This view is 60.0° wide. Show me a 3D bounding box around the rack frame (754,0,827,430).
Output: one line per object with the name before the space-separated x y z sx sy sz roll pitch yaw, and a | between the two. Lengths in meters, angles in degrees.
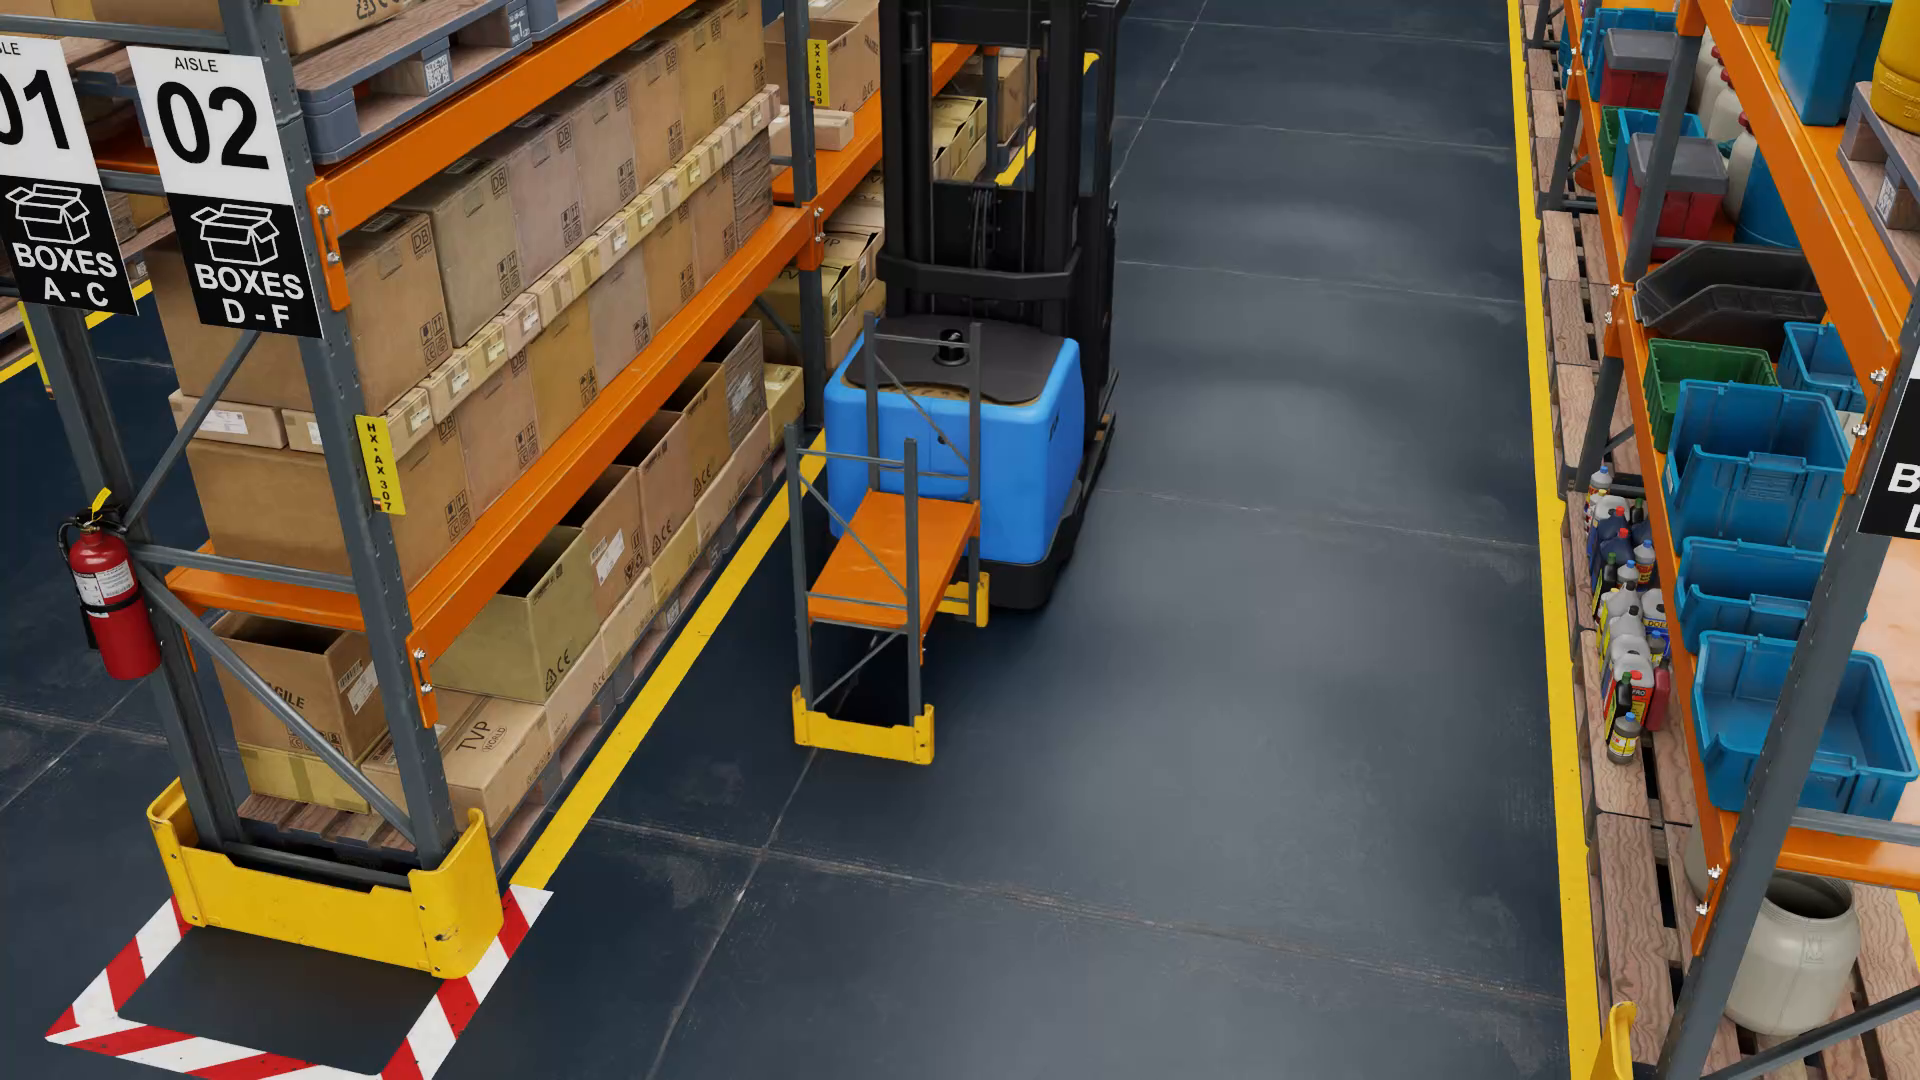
rack frame | -1.234 -1.975 8.561 1.000 3.000 0.127 8 33 12

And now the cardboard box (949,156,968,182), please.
cardboard box | -0.244 -2.494 11.548 0.500 0.250 0.500 8 33 12

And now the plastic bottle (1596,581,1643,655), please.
plastic bottle | 2.794 0.314 7.019 0.144 0.351 0.185 8 33 12

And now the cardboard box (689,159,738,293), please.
cardboard box | -1.468 -1.512 7.739 0.700 0.500 0.500 8 33 12

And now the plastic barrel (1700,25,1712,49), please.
plastic barrel | 4.517 -2.859 9.847 0.421 0.512 0.421 0 32 0

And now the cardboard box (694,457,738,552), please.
cardboard box | -1.389 -0.202 7.944 0.500 0.250 0.500 8 33 12

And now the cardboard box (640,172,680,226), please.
cardboard box | -1.420 -1.462 7.057 0.380 0.149 0.250 9 34 14

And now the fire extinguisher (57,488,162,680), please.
fire extinguisher | -2.729 0.131 5.320 0.296 0.674 0.183 8 33 12

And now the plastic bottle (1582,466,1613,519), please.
plastic bottle | 3.051 -0.228 7.945 0.097 0.271 0.097 0 32 0

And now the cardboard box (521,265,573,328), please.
cardboard box | -1.681 -0.926 6.213 0.380 0.149 0.250 7 33 11

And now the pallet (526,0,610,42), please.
pallet | -1.737 -2.127 6.086 1.003 0.211 1.213 8 33 12

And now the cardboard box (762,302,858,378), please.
cardboard box | -0.892 -1.168 9.463 0.500 0.250 0.500 7 33 11

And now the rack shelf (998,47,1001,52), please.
rack shelf | 0.289 -4.785 13.652 1.077 0.370 4.000 8 33 12

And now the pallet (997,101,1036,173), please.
pallet | 0.007 -3.257 13.176 1.003 0.211 1.213 8 33 12

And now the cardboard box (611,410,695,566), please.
cardboard box | -1.515 -0.259 7.334 0.500 0.500 0.500 8 33 12

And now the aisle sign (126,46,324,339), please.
aisle sign | -1.970 -0.921 4.480 0.394 0.787 0.004 8 33 12

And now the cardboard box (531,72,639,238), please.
cardboard box | -1.723 -1.553 6.594 0.700 0.500 0.500 8 33 12

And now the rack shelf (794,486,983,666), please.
rack shelf | -0.280 0.128 6.986 0.538 0.185 1.000 8 33 12

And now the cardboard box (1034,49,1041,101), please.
cardboard box | 0.433 -3.911 13.526 0.500 0.500 0.500 8 33 12

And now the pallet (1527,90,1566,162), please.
pallet | 5.043 -3.244 13.156 1.003 0.211 1.213 8 33 12

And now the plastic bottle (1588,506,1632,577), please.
plastic bottle | 2.950 -0.005 7.520 0.144 0.351 0.185 9 34 14

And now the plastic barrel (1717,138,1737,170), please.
plastic barrel | 4.040 -1.907 8.582 0.301 0.262 0.301 0 32 0

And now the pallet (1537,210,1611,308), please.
pallet | 4.337 -1.801 10.887 1.003 0.211 1.213 8 33 12

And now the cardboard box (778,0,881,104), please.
cardboard box | -0.763 -2.947 9.997 0.500 0.500 0.500 8 33 12

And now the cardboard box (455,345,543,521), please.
cardboard box | -1.990 -0.456 6.078 0.700 0.500 0.500 9 34 14

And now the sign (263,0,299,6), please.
sign | -1.714 -1.489 4.112 0.100 0.325 0.005 8 33 12

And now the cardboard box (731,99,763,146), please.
cardboard box | -1.161 -1.993 7.891 0.380 0.149 0.250 7 33 11

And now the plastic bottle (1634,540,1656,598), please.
plastic bottle | 3.030 0.121 7.397 0.097 0.271 0.097 0 32 0

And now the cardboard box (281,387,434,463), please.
cardboard box | -1.941 -0.390 5.370 0.380 0.149 0.250 8 33 12

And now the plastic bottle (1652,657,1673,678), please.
plastic bottle | 2.834 0.567 6.760 0.097 0.201 0.097 0 32 0

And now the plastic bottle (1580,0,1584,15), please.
plastic bottle | 4.367 -3.736 11.516 0.097 0.201 0.097 0 32 0

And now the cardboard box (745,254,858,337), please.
cardboard box | -0.888 -1.409 9.320 0.500 0.311 0.500 8 33 13

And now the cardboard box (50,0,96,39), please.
cardboard box | -5.716 -3.424 10.337 0.700 0.500 0.500 11 34 17

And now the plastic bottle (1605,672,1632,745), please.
plastic bottle | 2.595 0.661 6.535 0.061 0.283 0.133 9 33 14

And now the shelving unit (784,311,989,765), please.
shelving unit | -0.278 -0.029 6.897 0.587 1.500 1.083 8 33 12

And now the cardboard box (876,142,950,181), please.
cardboard box | -0.370 -2.467 10.984 0.500 0.311 0.500 8 33 12

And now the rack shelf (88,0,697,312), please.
rack shelf | -1.742 -1.900 6.317 1.077 0.370 4.000 8 33 12

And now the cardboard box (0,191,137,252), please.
cardboard box | -5.856 -2.163 10.776 0.700 0.500 0.500 9 34 14

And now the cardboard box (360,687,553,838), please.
cardboard box | -1.898 0.835 6.311 0.500 0.250 0.500 8 33 12

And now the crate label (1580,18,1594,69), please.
crate label | 4.102 -3.137 10.544 0.303 0.233 0.416 8 33 12

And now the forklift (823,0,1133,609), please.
forklift | 0.229 -1.702 8.196 1.130 2.935 3.031 8 33 12

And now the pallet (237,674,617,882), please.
pallet | -2.096 0.874 6.678 1.003 0.211 1.213 8 33 12

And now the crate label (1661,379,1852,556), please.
crate label | 2.747 -0.230 5.783 0.502 0.435 0.616 8 33 12

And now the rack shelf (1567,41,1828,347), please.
rack shelf | 4.064 -2.033 9.323 1.077 0.370 4.000 8 33 12

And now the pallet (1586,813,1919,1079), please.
pallet | 2.726 1.487 5.715 1.003 0.211 1.213 8 33 12

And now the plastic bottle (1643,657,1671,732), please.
plastic bottle | 2.777 0.612 6.614 0.061 0.283 0.133 8 33 12

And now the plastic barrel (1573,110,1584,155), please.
plastic barrel | 4.736 -3.064 12.201 0.421 0.512 0.421 0 32 0

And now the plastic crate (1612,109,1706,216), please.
plastic crate | 3.535 -1.907 8.469 0.392 0.384 0.575 8 33 12

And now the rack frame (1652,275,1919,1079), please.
rack frame | 2.544 0.777 4.232 0.949 2.616 0.053 8 33 12
